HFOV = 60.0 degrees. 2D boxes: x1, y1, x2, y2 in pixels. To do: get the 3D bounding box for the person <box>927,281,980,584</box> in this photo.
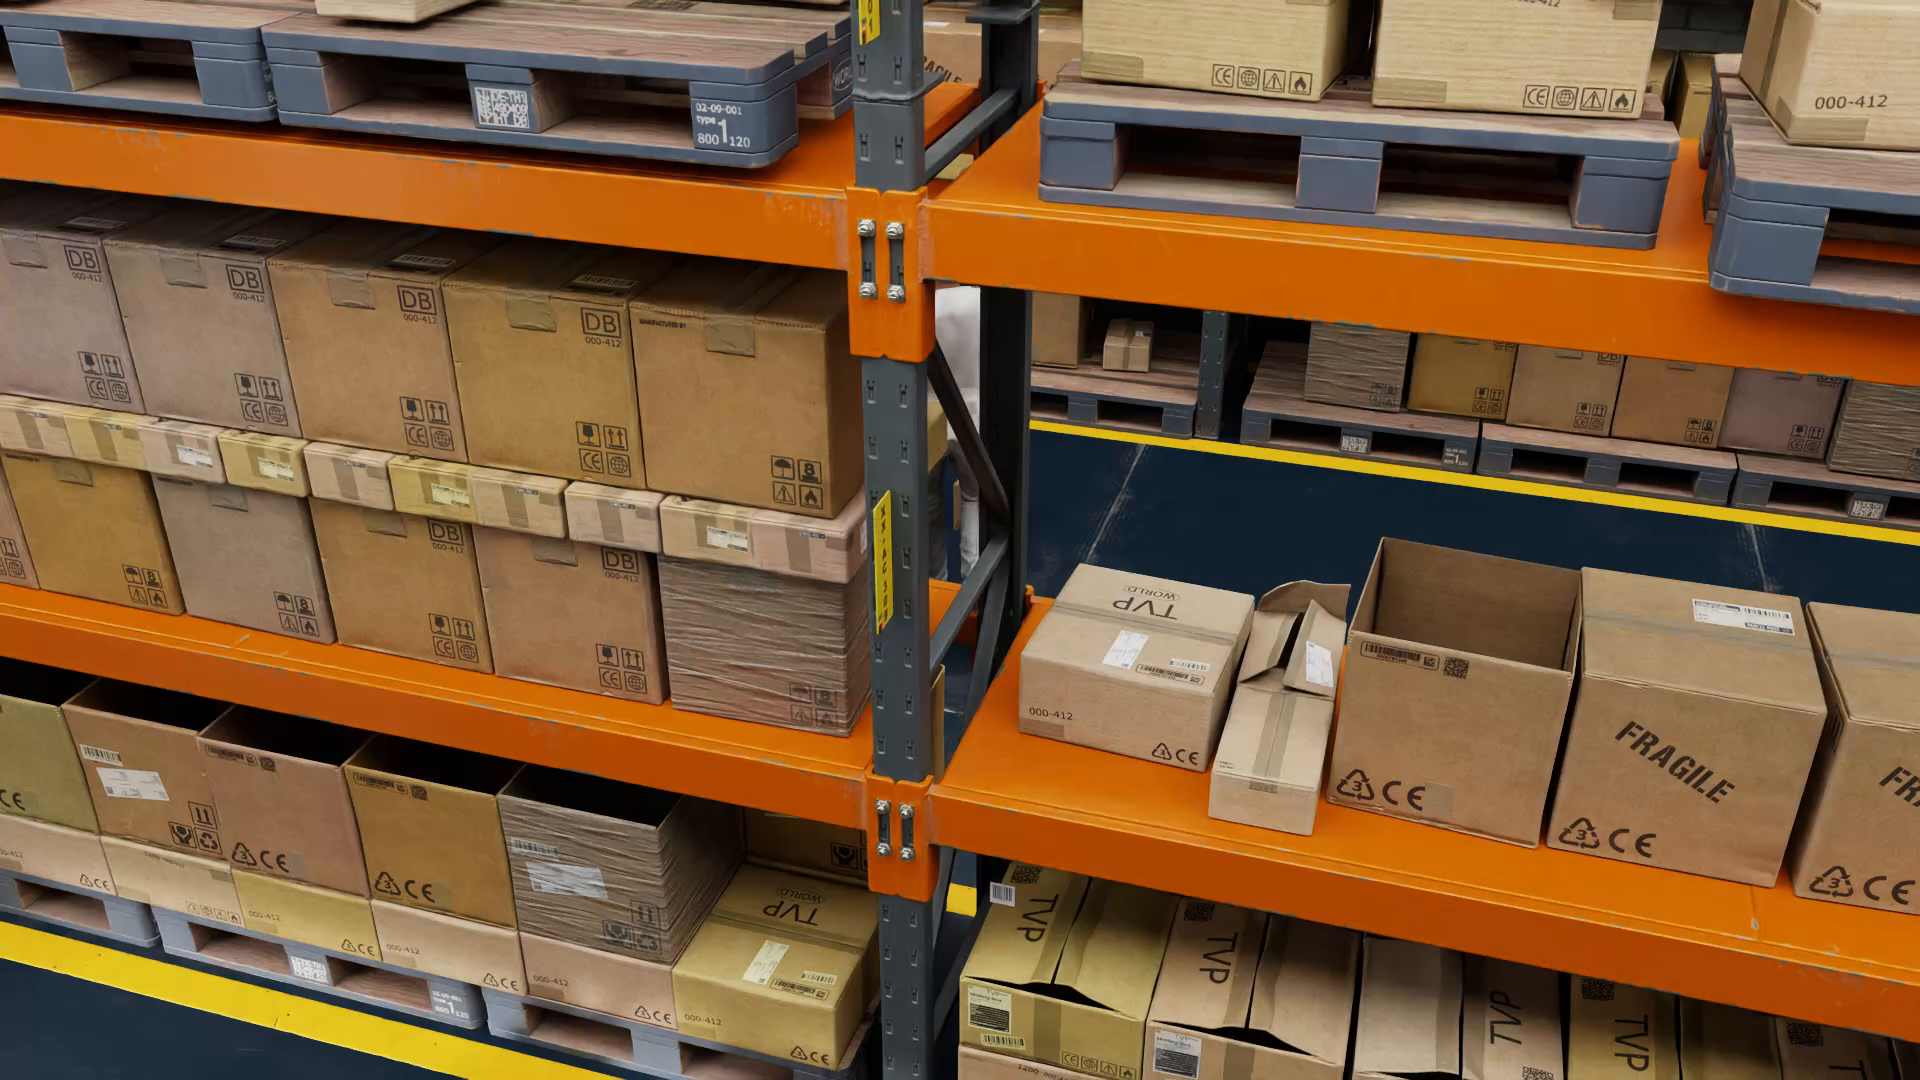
[{"bbox_3d":[-0.035,-0.473,6.943,0.592,1.775,0.779,-5,29,-8],"label":"person"}]
